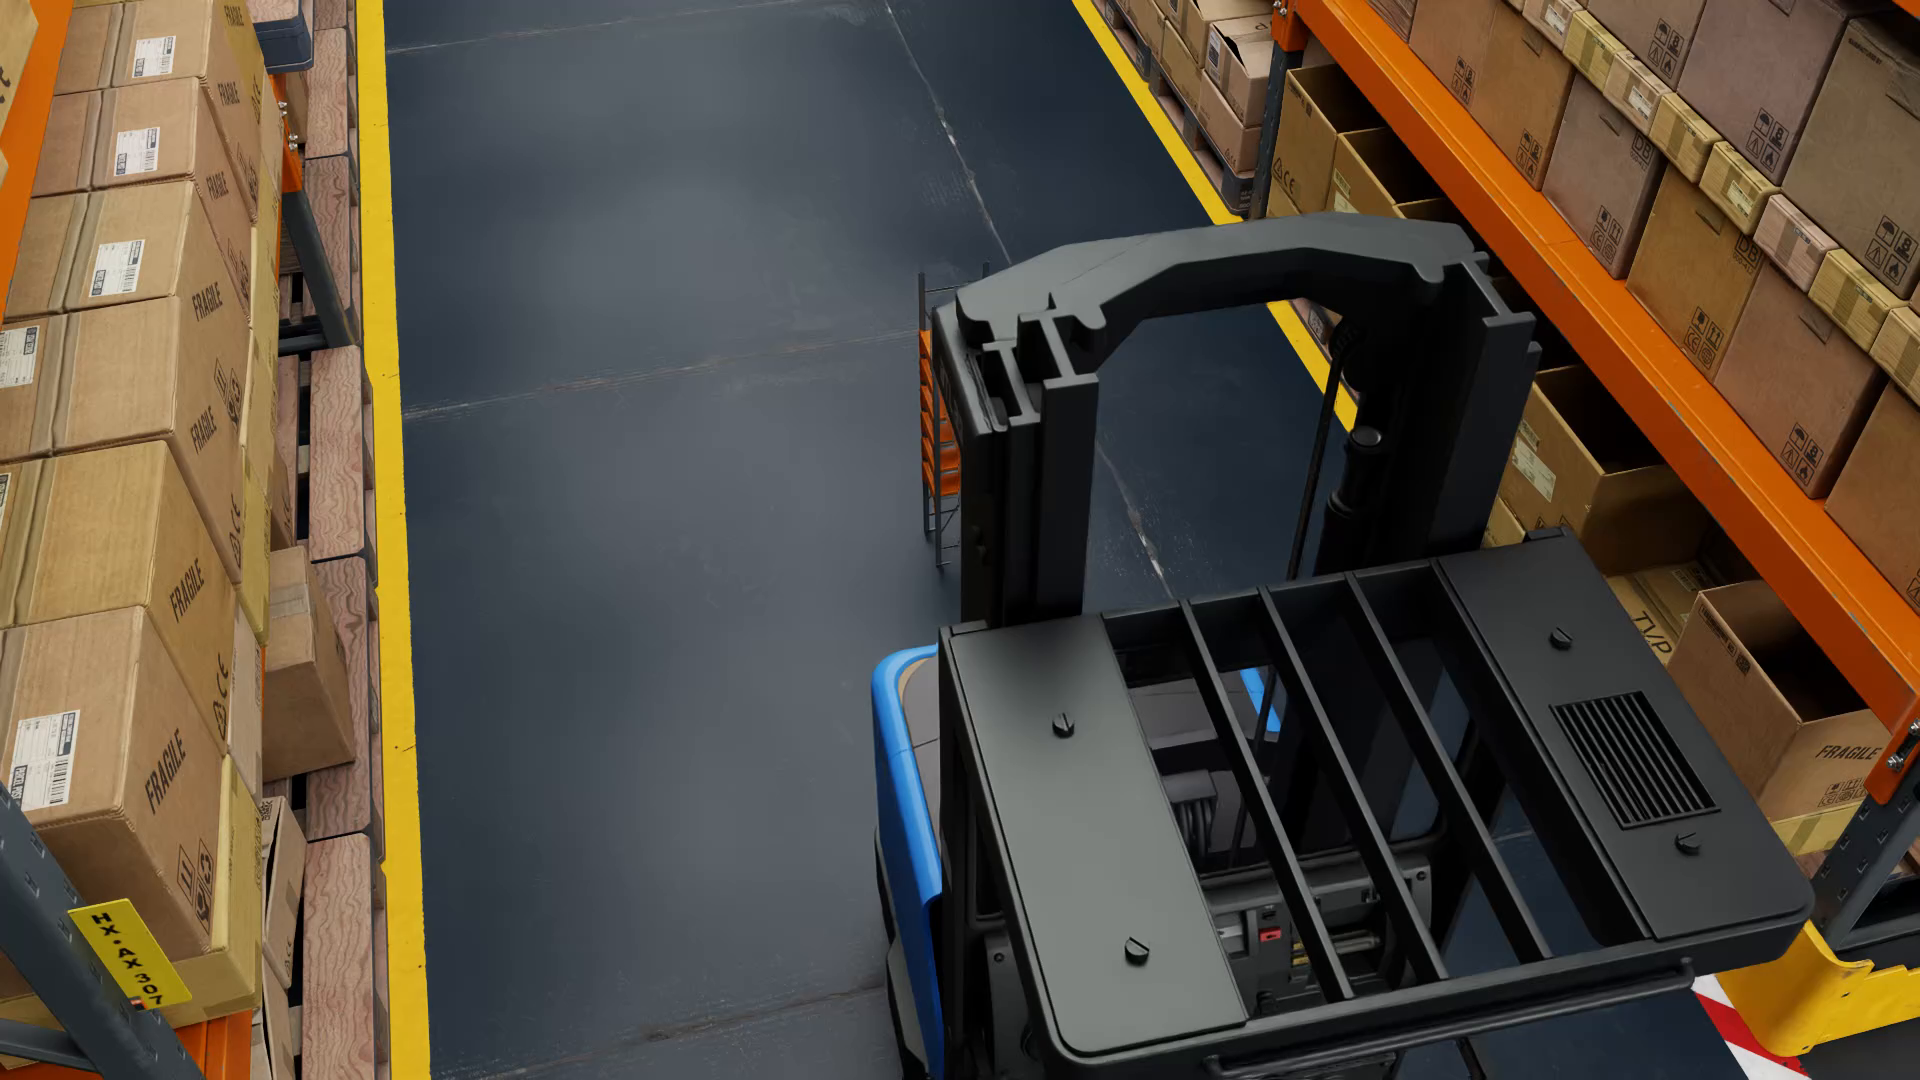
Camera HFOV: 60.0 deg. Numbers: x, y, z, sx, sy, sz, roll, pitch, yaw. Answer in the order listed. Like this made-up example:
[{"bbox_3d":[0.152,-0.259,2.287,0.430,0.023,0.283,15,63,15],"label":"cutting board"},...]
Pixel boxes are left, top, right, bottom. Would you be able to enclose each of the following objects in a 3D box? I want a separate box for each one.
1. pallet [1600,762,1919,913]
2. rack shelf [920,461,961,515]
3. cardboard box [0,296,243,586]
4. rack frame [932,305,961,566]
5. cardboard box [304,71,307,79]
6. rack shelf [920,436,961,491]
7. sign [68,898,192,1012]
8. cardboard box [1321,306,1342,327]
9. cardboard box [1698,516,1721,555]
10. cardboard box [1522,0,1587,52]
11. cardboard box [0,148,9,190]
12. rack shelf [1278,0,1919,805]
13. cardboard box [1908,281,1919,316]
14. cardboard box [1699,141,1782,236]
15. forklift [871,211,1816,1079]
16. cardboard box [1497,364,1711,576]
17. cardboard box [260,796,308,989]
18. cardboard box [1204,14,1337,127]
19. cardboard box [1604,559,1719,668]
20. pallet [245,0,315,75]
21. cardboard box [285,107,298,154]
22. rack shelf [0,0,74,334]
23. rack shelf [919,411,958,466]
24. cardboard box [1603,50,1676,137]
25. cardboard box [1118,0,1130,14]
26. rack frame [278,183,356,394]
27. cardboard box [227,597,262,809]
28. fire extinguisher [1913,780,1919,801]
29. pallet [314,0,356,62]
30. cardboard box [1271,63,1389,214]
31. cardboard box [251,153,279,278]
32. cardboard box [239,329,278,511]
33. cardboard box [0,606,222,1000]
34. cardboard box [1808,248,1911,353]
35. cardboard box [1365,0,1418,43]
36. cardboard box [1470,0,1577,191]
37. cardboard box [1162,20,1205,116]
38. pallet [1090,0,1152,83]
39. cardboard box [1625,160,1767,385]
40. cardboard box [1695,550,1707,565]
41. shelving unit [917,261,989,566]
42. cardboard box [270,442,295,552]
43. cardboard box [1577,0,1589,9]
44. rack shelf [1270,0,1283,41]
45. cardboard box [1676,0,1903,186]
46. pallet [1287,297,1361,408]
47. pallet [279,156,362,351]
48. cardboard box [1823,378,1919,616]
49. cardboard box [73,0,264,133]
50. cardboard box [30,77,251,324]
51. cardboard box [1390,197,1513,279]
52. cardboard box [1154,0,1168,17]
[{"bbox_3d":[2.609,0.664,5.452,1.003,0.211,1.213,-11,47,-10],"label":"pallet"},{"bbox_3d":[0.004,-0.211,6.015,0.258,0.103,0.180,-11,47,-10],"label":"rack shelf"},{"bbox_3d":[-2.017,-0.186,3.898,0.500,0.500,0.500,-12,47,-12],"label":"cardboard box"},{"bbox_3d":[0.027,-0.347,5.750,0.240,1.200,0.006,-11,47,-10],"label":"rack frame"},{"bbox_3d":[-3.582,-2.484,8.026,0.700,0.500,0.500,-11,47,-11],"label":"cardboard box"},{"bbox_3d":[0.004,-0.295,5.929,0.258,0.103,0.180,-11,47,-10],"label":"rack shelf"},{"bbox_3d":[-1.418,0.714,2.844,0.100,0.325,0.005,-11,47,-10],"label":"sign"},{"bbox_3d":[1.770,-1.016,6.777,0.500,0.250,0.500,-11,47,-10],"label":"cardboard box"},{"bbox_3d":[2.653,-0.338,5.587,0.500,0.500,0.500,-11,47,-10],"label":"cardboard box"},{"bbox_3d":[2.036,-1.706,5.297,0.380,0.149,0.250,-12,47,-11],"label":"cardboard box"},{"bbox_3d":[-1.890,-0.629,2.582,0.500,0.500,0.500,-8,46,-8],"label":"cardboard box"},{"bbox_3d":[2.333,-0.921,5.556,1.077,0.370,4.000,-11,47,-10],"label":"rack shelf"},{"bbox_3d":[2.724,-0.642,3.801,0.700,0.500,0.500,-11,47,-10],"label":"cardboard box"},{"bbox_3d":[2.299,-0.995,4.601,0.380,0.149,0.250,-9,46,-9],"label":"cardboard box"},{"bbox_3d":[0.559,0.988,3.230,1.130,2.935,3.031,-9,46,-9],"label":"forklift"},{"bbox_3d":[2.150,-0.243,5.494,0.500,0.500,0.500,-11,47,-10],"label":"cardboard box"},{"bbox_3d":[-2.179,1.016,4.729,0.500,0.311,0.500,-7,46,-7],"label":"cardboard box"},{"bbox_3d":[1.440,-2.162,7.507,0.500,0.311,0.500,-11,47,-10],"label":"cardboard box"},{"bbox_3d":[2.283,0.364,5.424,0.500,0.250,0.500,-11,47,-10],"label":"cardboard box"},{"bbox_3d":[-3.022,-2.132,6.374,1.003,0.211,1.213,-11,47,-10],"label":"pallet"},{"bbox_3d":[-3.352,-1.777,7.333,0.700,0.500,0.500,-12,47,-11],"label":"cardboard box"},{"bbox_3d":[-2.455,-1.063,3.595,1.077,0.370,4.000,-11,47,-10],"label":"rack shelf"},{"bbox_3d":[0.004,-0.379,5.843,0.258,0.103,0.180,-11,47,-10],"label":"rack shelf"},{"bbox_3d":[2.164,-1.353,4.952,0.380,0.149,0.250,-11,47,-11],"label":"cardboard box"},{"bbox_3d":[1.047,-3.026,8.746,0.500,0.250,0.500,-10,46,-10],"label":"cardboard box"},{"bbox_3d":[-2.967,-1.645,5.762,1.000,3.000,0.127,-11,47,-10],"label":"rack frame"},{"bbox_3d":[-1.907,0.411,3.838,0.500,0.250,0.500,-12,47,-12],"label":"cardboard box"},{"bbox_3d":[2.426,0.402,3.810,0.296,0.674,0.183,-11,47,-10],"label":"fire extinguisher"},{"bbox_3d":[-3.792,-2.891,8.935,1.003,0.211,1.213,-11,47,-10],"label":"pallet"},{"bbox_3d":[1.637,-1.623,6.847,0.500,0.500,0.500,-11,47,-10],"label":"cardboard box"},{"bbox_3d":[-2.433,-0.983,5.204,0.500,0.250,0.500,-11,47,-10],"label":"cardboard box"},{"bbox_3d":[-2.159,-0.291,4.526,0.500,0.250,0.500,-10,46,-10],"label":"cardboard box"},{"bbox_3d":[-1.774,0.515,3.211,0.500,0.500,0.500,-11,47,-10],"label":"cardboard box"},{"bbox_3d":[2.429,-0.640,4.253,0.380,0.149,0.250,-11,47,-11],"label":"cardboard box"},{"bbox_3d":[1.941,-2.283,6.317,0.700,0.500,0.500,-12,47,-11],"label":"cardboard box"},{"bbox_3d":[2.207,-1.573,5.622,0.700,0.500,0.500,-10,46,-10],"label":"cardboard box"},{"bbox_3d":[1.307,-2.321,8.056,0.500,0.250,0.500,-11,47,-11],"label":"cardboard box"},{"bbox_3d":[1.279,-2.923,8.967,1.003,0.211,1.213,-11,47,-10],"label":"pallet"},{"bbox_3d":[2.477,-0.857,4.920,0.700,0.500,0.500,-10,46,-10],"label":"cardboard box"},{"bbox_3d":[2.664,-0.077,5.857,0.500,0.250,0.500,-11,47,-10],"label":"cardboard box"},{"bbox_3d":[0.004,-0.410,5.812,0.258,1.200,0.189,-11,47,-10],"label":"shelving unit"},{"bbox_3d":[-2.662,-0.215,5.803,0.500,0.500,0.500,-14,47,-13],"label":"cardboard box"},{"bbox_3d":[2.199,-2.043,5.174,0.700,0.500,0.500,-11,47,-10],"label":"cardboard box"},{"bbox_3d":[1.309,-3.683,8.262,1.077,0.370,4.000,-11,47,-10],"label":"rack shelf"},{"bbox_3d":[2.455,-1.352,4.497,0.700,0.500,0.500,-11,47,-10],"label":"cardboard box"},{"bbox_3d":[1.984,-1.021,7.103,1.003,0.211,1.213,-11,47,-10],"label":"pallet"},{"bbox_3d":[-3.167,-1.206,7.285,1.003,0.211,1.213,-11,47,-10],"label":"pallet"},{"bbox_3d":[2.738,-0.152,4.228,0.700,0.500,0.500,-11,47,-10],"label":"cardboard box"},{"bbox_3d":[-2.547,-1.592,5.276,0.500,0.500,0.500,-11,47,-10],"label":"cardboard box"},{"bbox_3d":[-2.295,-0.899,4.597,0.500,0.500,0.500,-12,47,-11],"label":"cardboard box"},{"bbox_3d":[1.893,-0.933,6.170,0.500,0.500,0.500,-11,47,-10],"label":"cardboard box"},{"bbox_3d":[1.176,-2.865,8.196,0.500,0.311,0.500,-11,47,-10],"label":"cardboard box"}]
